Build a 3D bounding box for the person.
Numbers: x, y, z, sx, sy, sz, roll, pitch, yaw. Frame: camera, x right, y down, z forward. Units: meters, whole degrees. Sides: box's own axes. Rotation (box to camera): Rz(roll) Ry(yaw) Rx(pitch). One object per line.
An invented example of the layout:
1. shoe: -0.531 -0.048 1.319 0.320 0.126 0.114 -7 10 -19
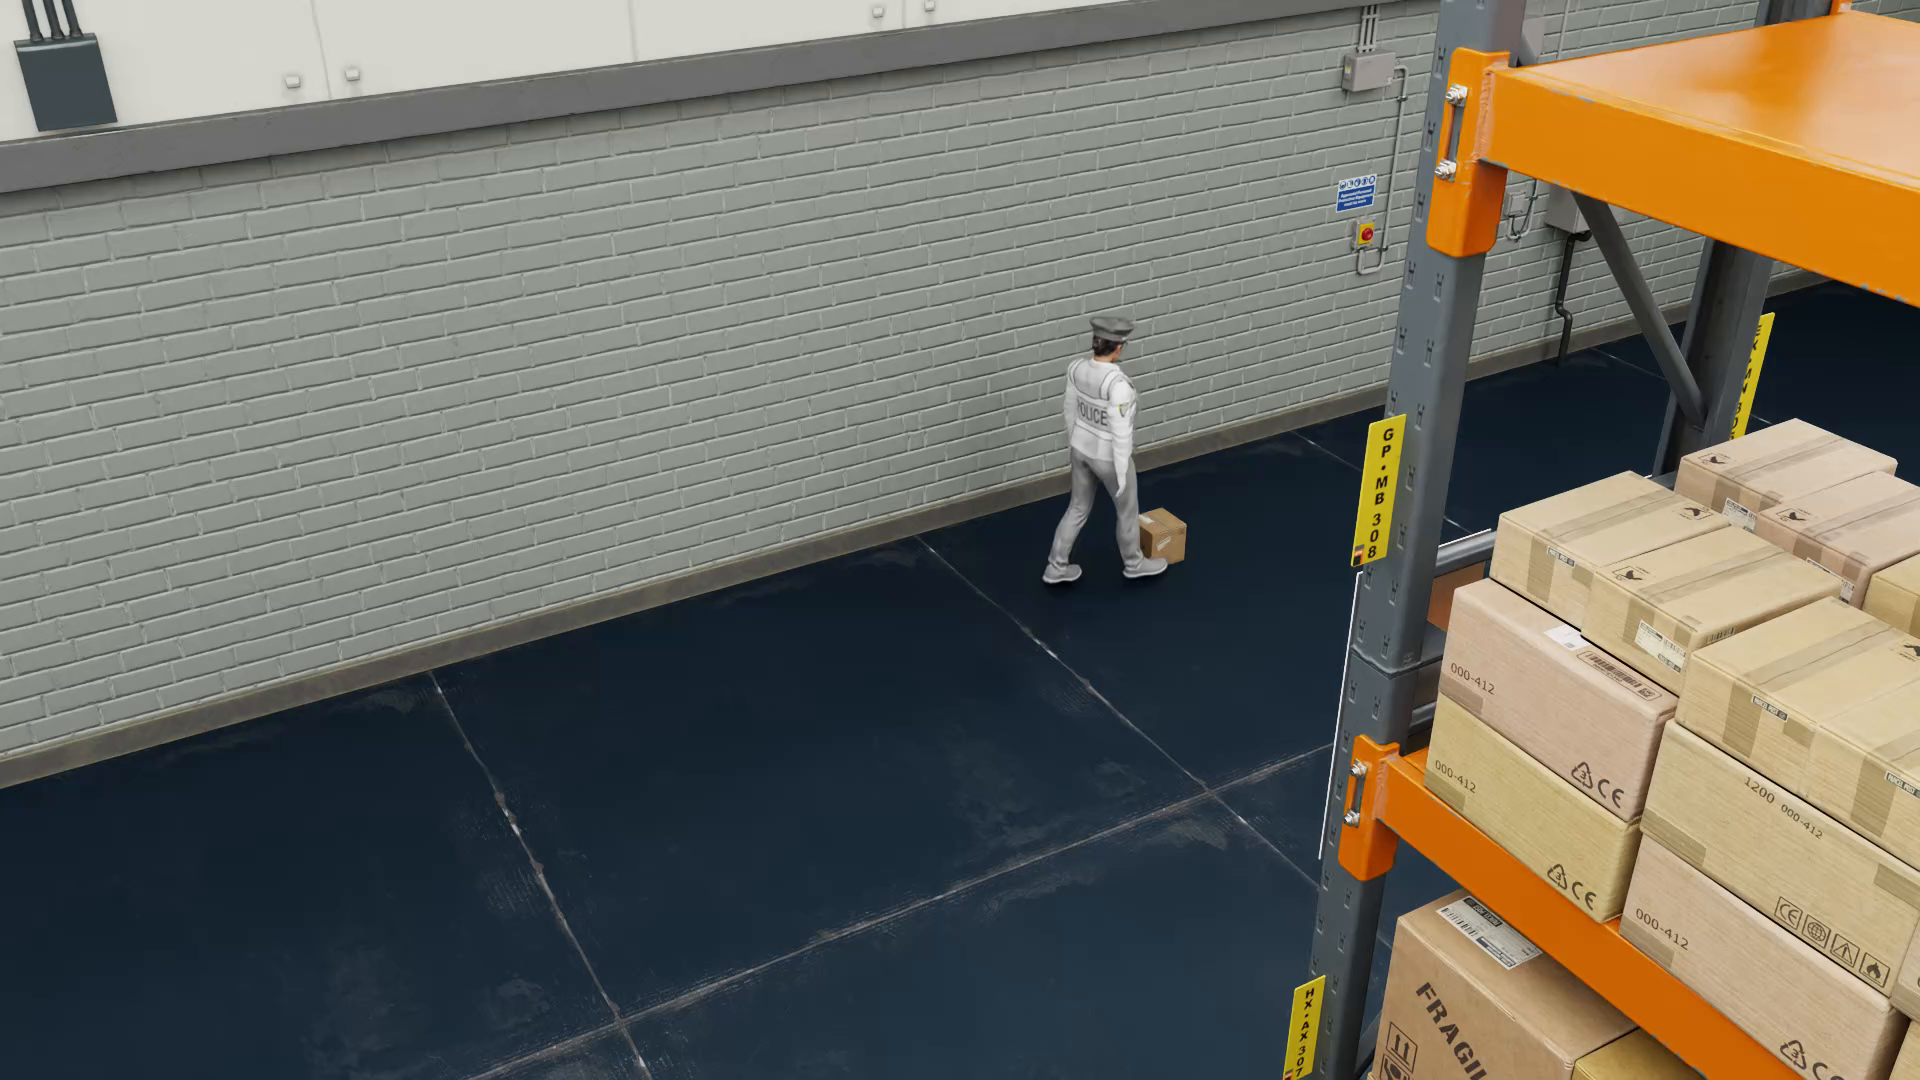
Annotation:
1. person: 0.836 -0.506 9.436 0.738 1.636 0.520 -22 36 -34
